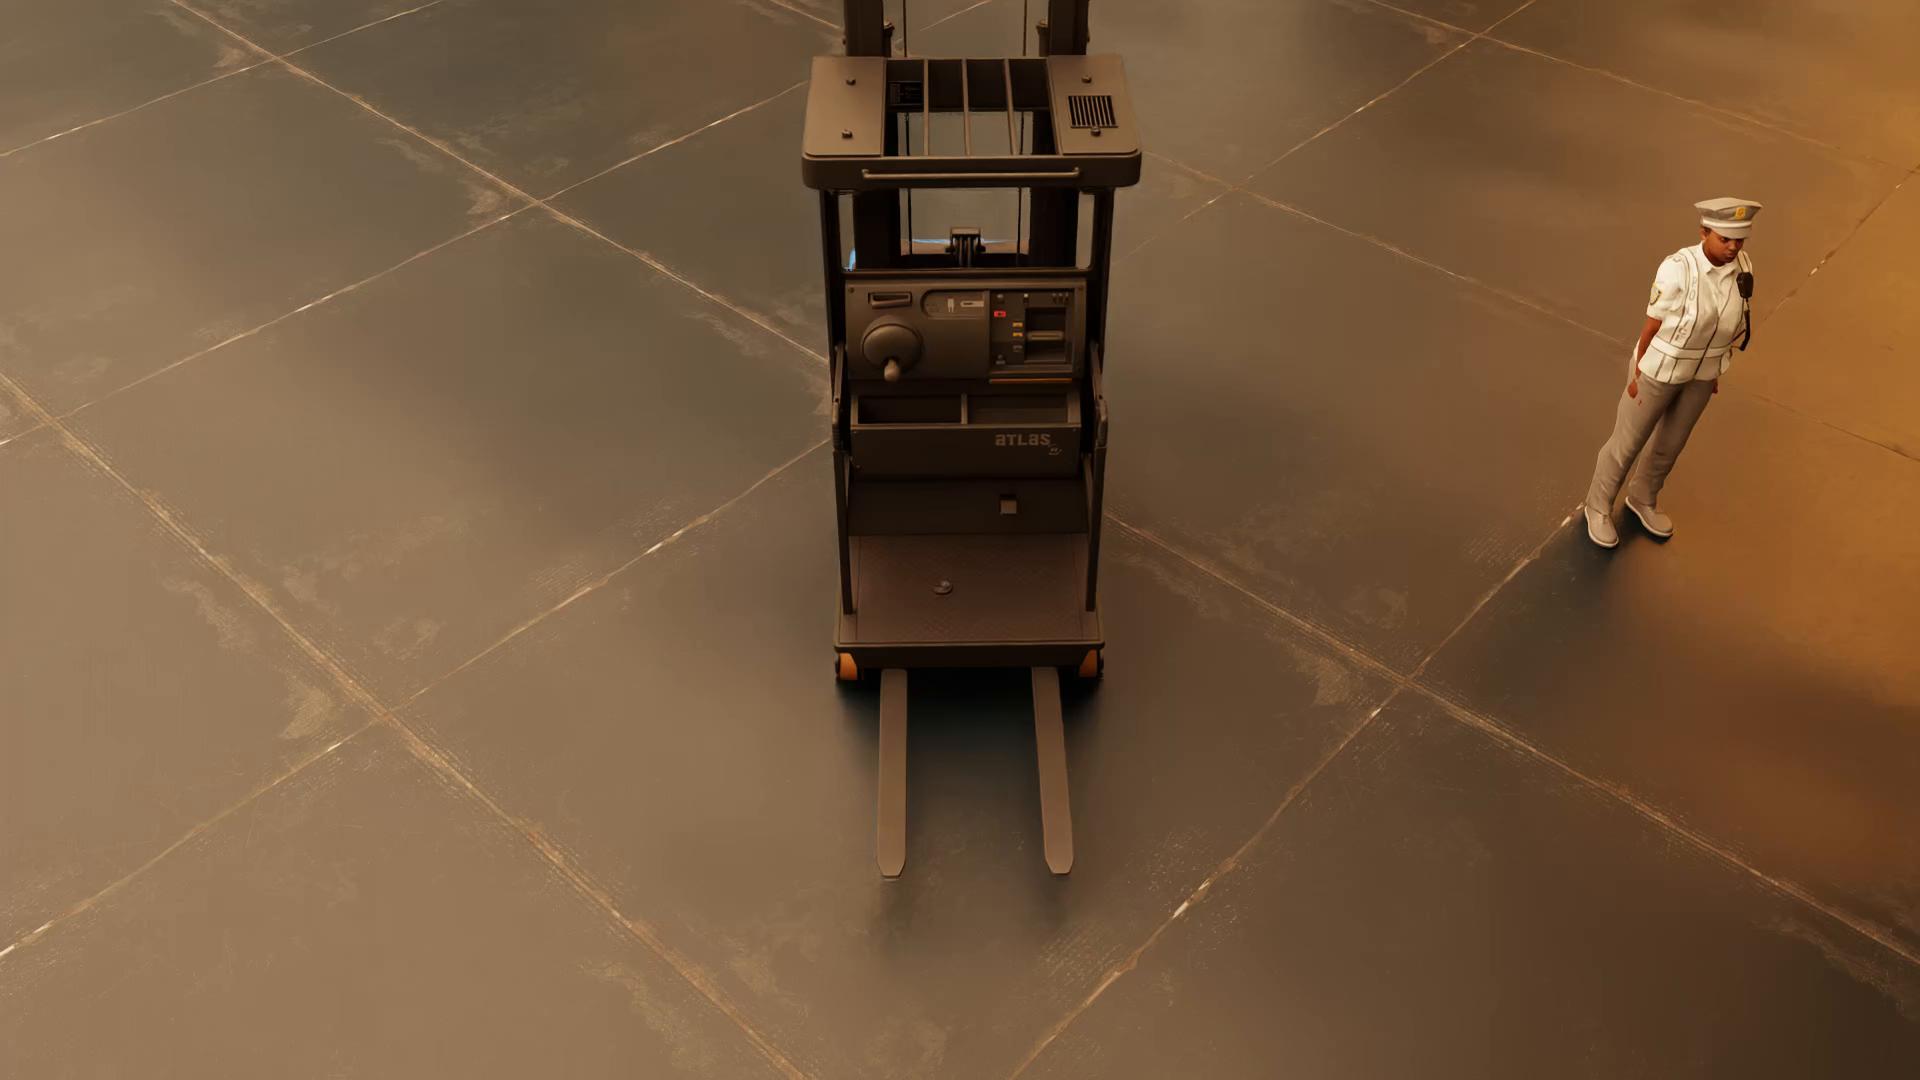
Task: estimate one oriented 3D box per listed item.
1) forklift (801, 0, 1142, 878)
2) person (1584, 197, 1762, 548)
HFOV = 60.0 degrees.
[{"bbox_3d":[0.030,-0.731,6.281,1.130,2.935,3.031,-1,41,-1],"label":"forklift"},{"bbox_3d":[3.116,-0.731,7.235,0.452,1.694,0.352,-8,41,-9],"label":"person"}]
